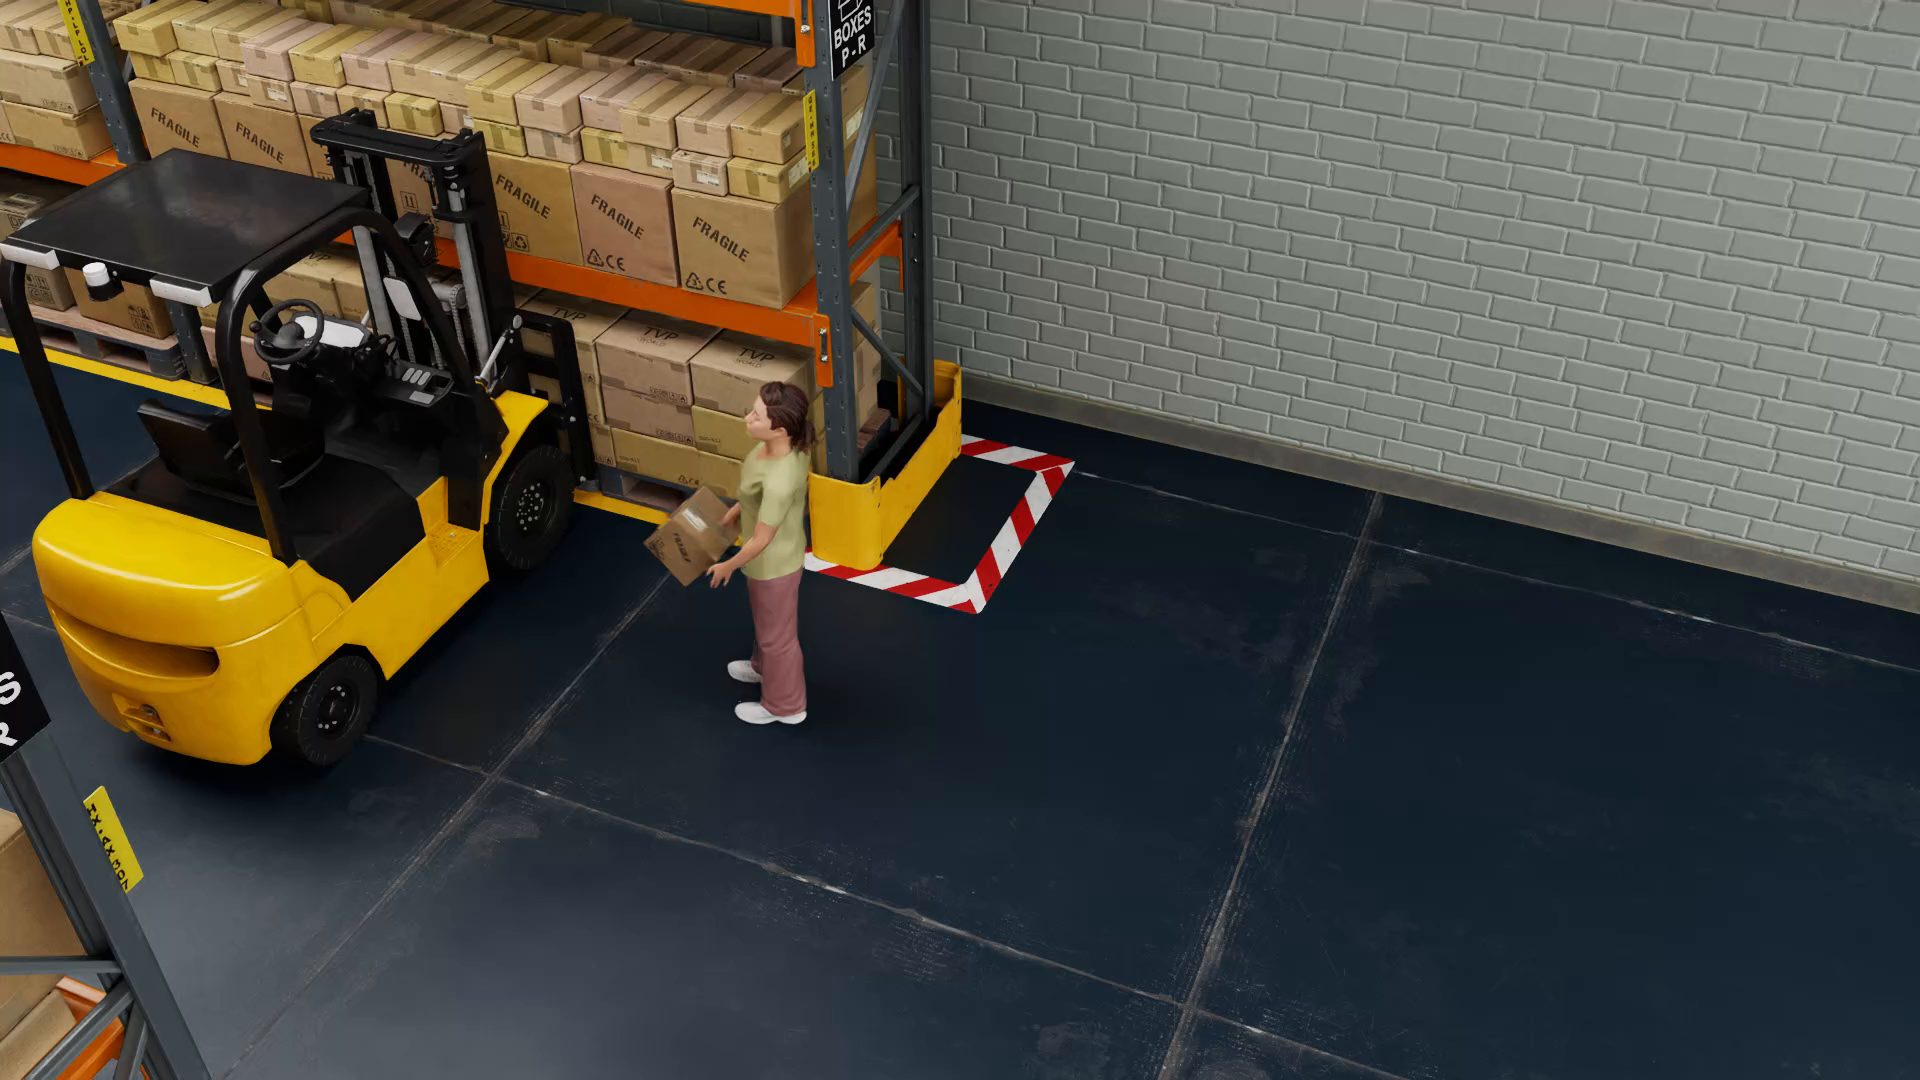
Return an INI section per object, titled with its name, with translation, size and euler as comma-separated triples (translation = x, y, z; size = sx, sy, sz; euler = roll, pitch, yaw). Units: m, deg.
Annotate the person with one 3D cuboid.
[person]
translation = -0.783, 0.063, 6.728
size = 0.494, 1.676, 0.516
euler = -1, 38, -1
